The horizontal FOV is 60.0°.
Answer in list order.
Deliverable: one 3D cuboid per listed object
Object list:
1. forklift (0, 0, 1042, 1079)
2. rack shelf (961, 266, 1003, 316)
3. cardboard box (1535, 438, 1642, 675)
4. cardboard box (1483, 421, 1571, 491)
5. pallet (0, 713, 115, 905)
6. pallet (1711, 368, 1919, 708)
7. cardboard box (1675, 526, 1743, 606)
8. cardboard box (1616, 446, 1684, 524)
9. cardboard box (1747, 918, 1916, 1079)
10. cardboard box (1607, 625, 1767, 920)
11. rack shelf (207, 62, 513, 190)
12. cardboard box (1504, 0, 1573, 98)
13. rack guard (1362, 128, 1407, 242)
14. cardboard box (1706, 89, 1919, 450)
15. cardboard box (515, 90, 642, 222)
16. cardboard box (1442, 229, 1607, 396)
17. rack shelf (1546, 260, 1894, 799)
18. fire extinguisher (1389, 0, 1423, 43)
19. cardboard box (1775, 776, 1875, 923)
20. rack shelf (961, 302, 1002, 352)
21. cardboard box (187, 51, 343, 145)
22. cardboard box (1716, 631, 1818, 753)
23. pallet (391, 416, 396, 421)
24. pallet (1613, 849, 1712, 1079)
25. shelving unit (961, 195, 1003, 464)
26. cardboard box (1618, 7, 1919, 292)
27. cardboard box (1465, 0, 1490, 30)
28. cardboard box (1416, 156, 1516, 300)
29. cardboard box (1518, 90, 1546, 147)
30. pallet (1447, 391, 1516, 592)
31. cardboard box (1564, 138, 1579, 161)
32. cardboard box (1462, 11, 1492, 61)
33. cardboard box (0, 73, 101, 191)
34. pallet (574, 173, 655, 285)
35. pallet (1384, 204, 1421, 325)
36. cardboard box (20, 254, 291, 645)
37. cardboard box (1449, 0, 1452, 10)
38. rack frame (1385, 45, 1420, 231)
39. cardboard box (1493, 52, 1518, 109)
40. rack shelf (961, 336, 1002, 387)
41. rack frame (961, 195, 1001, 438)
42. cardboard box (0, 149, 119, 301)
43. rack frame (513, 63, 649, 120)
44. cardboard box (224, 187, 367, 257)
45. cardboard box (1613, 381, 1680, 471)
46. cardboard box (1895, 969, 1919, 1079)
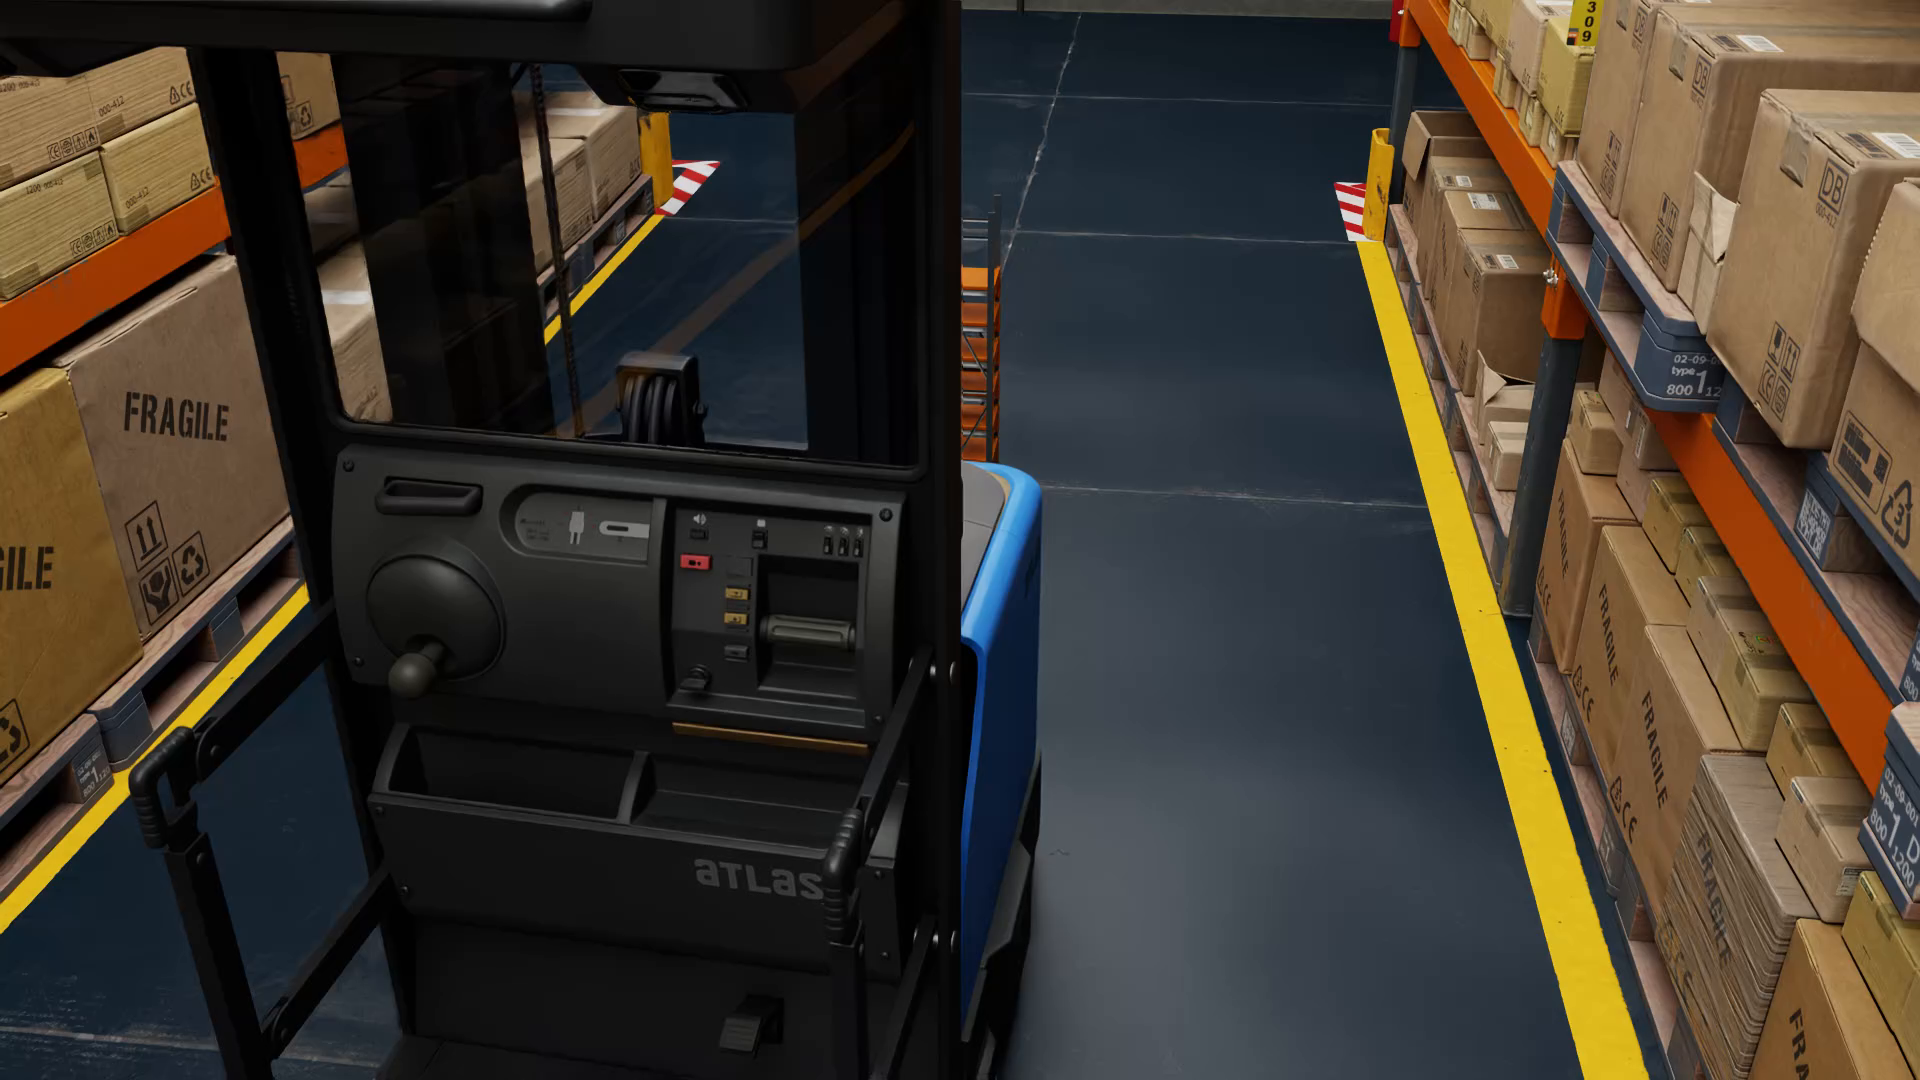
[{"bbox_3d":[-0.588,0.125,2.428,1.130,2.935,3.031,5,29,10],"label":"forklift"},{"bbox_3d":[-0.002,-0.799,5.303,0.258,0.103,0.180,3,28,6],"label":"rack shelf"},{"bbox_3d":[1.949,0.058,4.673,0.500,0.500,0.500,5,29,8],"label":"cardboard box"},{"bbox_3d":[2.008,-0.281,5.673,0.380,0.149,0.250,3,28,5],"label":"cardboard box"},{"bbox_3d":[-2.862,0.812,4.020,1.003,0.211,1.213,3,28,6],"label":"pallet"},{"bbox_3d":[1.975,-0.021,2.828,1.003,0.211,1.213,3,28,6],"label":"pallet"},{"bbox_3d":[1.926,0.097,3.916,0.380,0.149,0.250,3,28,5],"label":"cardboard box"},{"bbox_3d":[1.966,-0.154,4.382,0.380,0.149,0.250,3,28,5],"label":"cardboard box"},{"bbox_3d":[1.713,1.033,2.863,0.500,0.500,0.500,5,29,8],"label":"cardboard box"},{"bbox_3d":[1.828,0.544,3.771,0.500,0.500,0.500,3,28,5],"label":"cardboard box"},{"bbox_3d":[-2.450,-1.984,7.028,1.077,0.370,4.000,3,28,6],"label":"rack shelf"},{"bbox_3d":[2.098,-1.628,5.453,0.500,0.250,0.500,3,29,6],"label":"cardboard box"},{"bbox_3d":[2.712,-1.819,8.599,1.175,0.500,0.348,3,28,6],"label":"rack guard"},{"bbox_3d":[1.790,-0.473,2.918,0.700,0.500,0.500,3,28,6],"label":"cardboard box"},{"bbox_3d":[-2.187,-1.982,8.526,0.875,0.438,0.875,2,28,4],"label":"cardboard box"},{"bbox_3d":[2.282,-0.868,6.392,0.700,0.500,0.500,2,28,4],"label":"cardboard box"},{"bbox_3d":[1.986,0.186,3.001,1.077,0.370,4.000,3,28,6],"label":"rack shelf"},{"bbox_3d":[2.281,-2.853,8.358,0.296,0.674,0.183,3,28,6],"label":"fire extinguisher"},{"bbox_3d":[1.741,0.571,3.037,0.380,0.149,0.250,2,28,4],"label":"cardboard box"},{"bbox_3d":[-0.002,-0.694,5.360,0.258,0.103,0.180,3,28,6],"label":"rack shelf"},{"bbox_3d":[-2.378,-1.609,5.468,0.500,0.500,0.500,4,29,8],"label":"cardboard box"},{"bbox_3d":[1.825,0.329,3.485,0.380,0.149,0.250,4,29,8],"label":"cardboard box"},{"bbox_3d":[-2.525,-0.485,6.427,1.003,0.211,1.213,3,28,6],"label":"pallet"},{"bbox_3d":[2.022,1.116,3.456,1.003,0.211,1.213,3,28,6],"label":"pallet"},{"bbox_3d":[-0.002,-0.521,5.453,0.258,1.200,0.189,3,28,6],"label":"shelving unit"},{"bbox_3d":[1.887,-0.843,3.603,0.700,0.500,0.500,4,29,7],"label":"cardboard box"},{"bbox_3d":[2.236,-2.104,6.338,0.500,0.250,0.500,3,28,5],"label":"cardboard box"},{"bbox_3d":[2.409,-1.357,7.299,0.700,0.500,0.500,4,29,8],"label":"cardboard box"},{"bbox_3d":[2.038,-1.374,5.403,0.380,0.149,0.250,4,29,8],"label":"cardboard box"},{"bbox_3d":[2.316,-0.168,5.839,1.003,0.211,1.213,3,28,6],"label":"pallet"},{"bbox_3d":[2.020,-1.127,4.943,0.380,0.149,0.250,4,29,7],"label":"cardboard box"},{"bbox_3d":[2.190,-1.977,6.522,0.380,0.149,0.250,4,29,7],"label":"cardboard box"},{"bbox_3d":[-2.562,-1.056,4.178,0.500,0.250,0.500,4,29,7],"label":"cardboard box"},{"bbox_3d":[-2.226,-1.633,8.559,1.003,0.211,1.213,3,28,6],"label":"pallet"},{"bbox_3d":[2.615,-1.316,7.971,1.003,0.211,1.213,3,28,6],"label":"pallet"},{"bbox_3d":[-2.692,-0.312,4.964,0.875,0.875,0.875,4,29,8],"label":"cardboard box"},{"bbox_3d":[2.334,-2.342,7.200,0.380,0.149,0.250,4,29,8],"label":"cardboard box"},{"bbox_3d":[2.721,-2.955,8.073,1.000,3.000,0.127,3,28,6],"label":"rack frame"},{"bbox_3d":[2.100,-1.618,5.855,0.380,0.149,0.250,3,28,5],"label":"cardboard box"},{"bbox_3d":[-0.002,-0.588,5.417,0.258,0.103,0.180,3,28,6],"label":"rack shelf"},{"bbox_3d":[0.009,-0.564,5.533,0.240,1.200,0.006,3,28,6],"label":"rack frame"},{"bbox_3d":[-2.564,-0.828,4.282,0.500,0.250,0.500,3,28,5],"label":"cardboard box"},{"bbox_3d":[-2.205,-3.242,8.605,1.000,3.000,0.127,3,28,6],"label":"rack frame"},{"bbox_3d":[-2.403,-1.127,6.937,0.875,0.438,0.875,3,28,5],"label":"cardboard box"},{"bbox_3d":[1.939,-0.295,4.330,0.380,0.149,0.250,2,28,4],"label":"cardboard box"},{"bbox_3d":[1.706,0.820,2.574,0.380,0.149,0.250,4,29,8],"label":"cardboard box"}]
